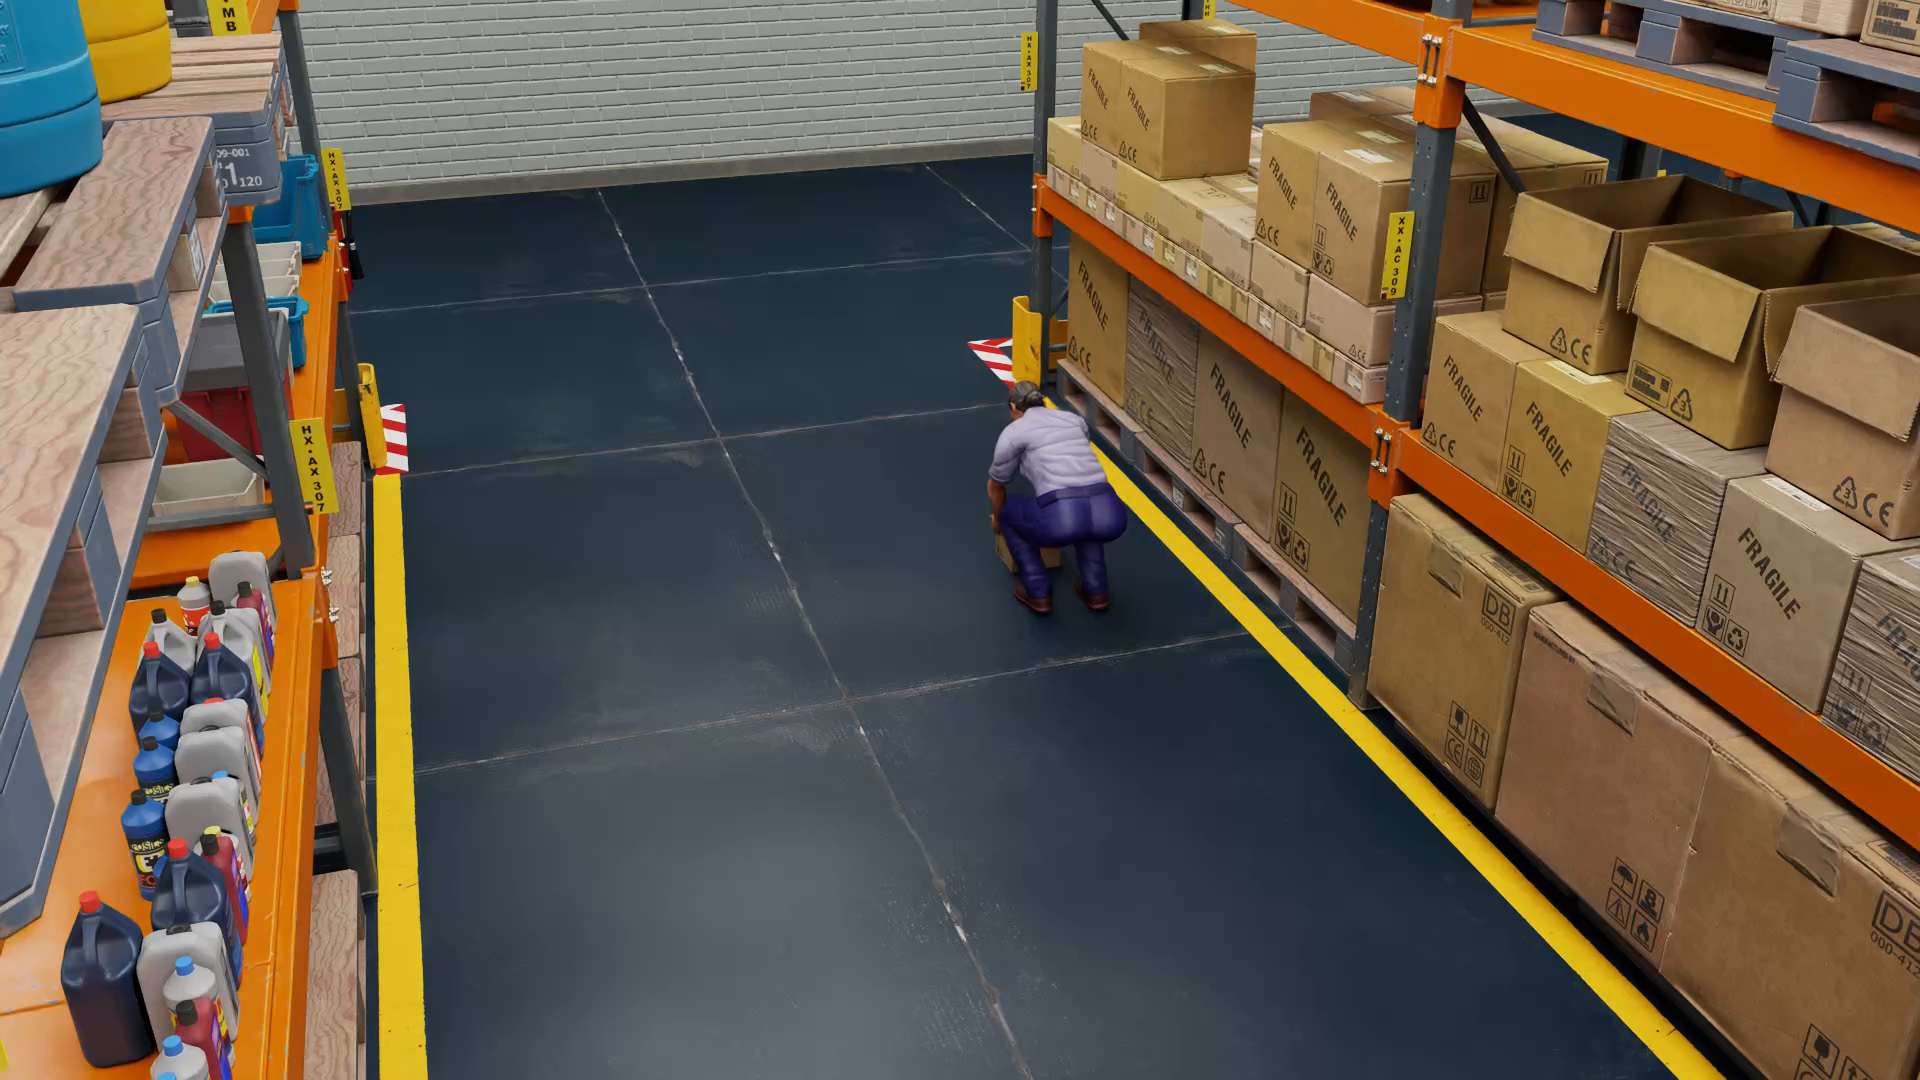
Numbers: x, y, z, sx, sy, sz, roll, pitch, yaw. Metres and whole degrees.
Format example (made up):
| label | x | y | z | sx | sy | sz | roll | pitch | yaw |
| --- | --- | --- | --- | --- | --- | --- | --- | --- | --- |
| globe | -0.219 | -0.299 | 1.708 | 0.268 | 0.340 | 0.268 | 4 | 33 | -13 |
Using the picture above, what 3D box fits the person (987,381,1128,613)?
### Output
| label | x | y | z | sx | sy | sz | roll | pitch | yaw |
| --- | --- | --- | --- | --- | --- | --- | --- | --- | --- |
| person | 0.439 | -0.176 | 7.734 | 0.527 | 0.985 | 0.806 | -8 | 28 | -16 |
